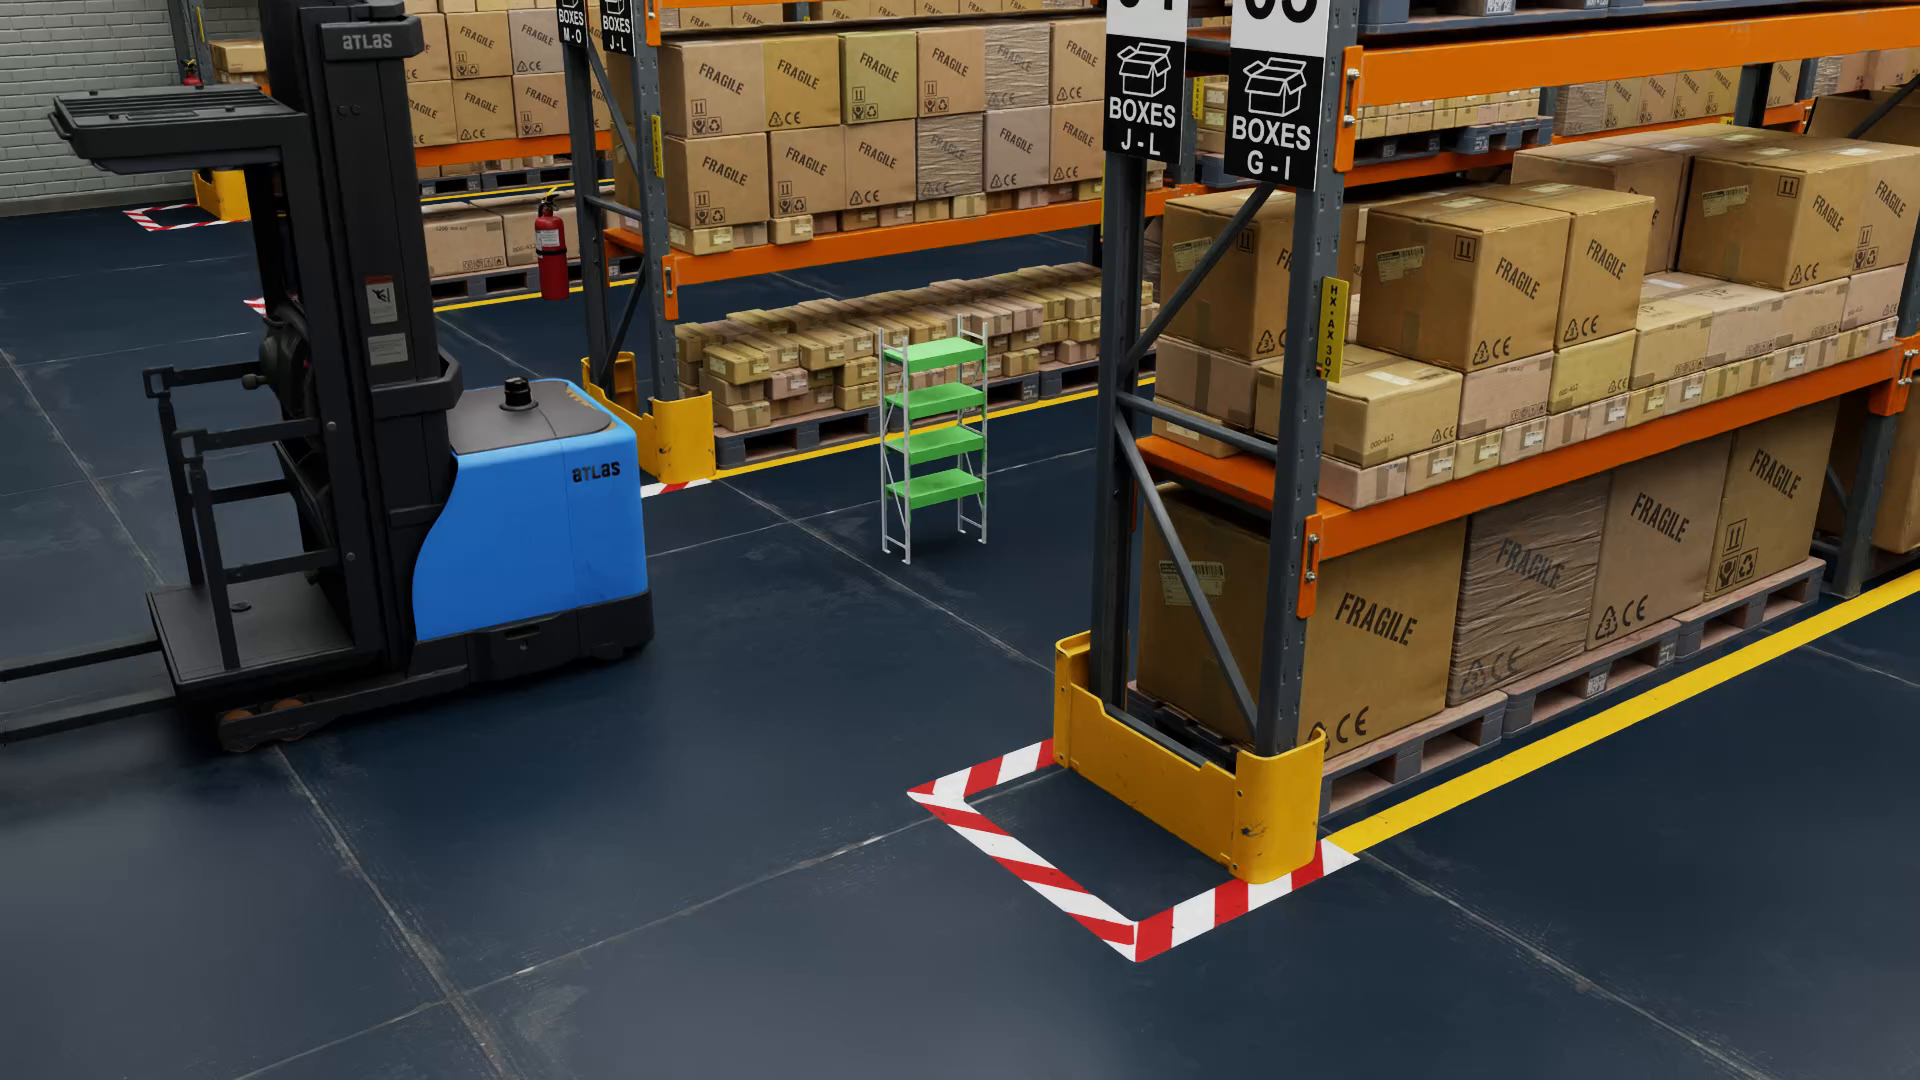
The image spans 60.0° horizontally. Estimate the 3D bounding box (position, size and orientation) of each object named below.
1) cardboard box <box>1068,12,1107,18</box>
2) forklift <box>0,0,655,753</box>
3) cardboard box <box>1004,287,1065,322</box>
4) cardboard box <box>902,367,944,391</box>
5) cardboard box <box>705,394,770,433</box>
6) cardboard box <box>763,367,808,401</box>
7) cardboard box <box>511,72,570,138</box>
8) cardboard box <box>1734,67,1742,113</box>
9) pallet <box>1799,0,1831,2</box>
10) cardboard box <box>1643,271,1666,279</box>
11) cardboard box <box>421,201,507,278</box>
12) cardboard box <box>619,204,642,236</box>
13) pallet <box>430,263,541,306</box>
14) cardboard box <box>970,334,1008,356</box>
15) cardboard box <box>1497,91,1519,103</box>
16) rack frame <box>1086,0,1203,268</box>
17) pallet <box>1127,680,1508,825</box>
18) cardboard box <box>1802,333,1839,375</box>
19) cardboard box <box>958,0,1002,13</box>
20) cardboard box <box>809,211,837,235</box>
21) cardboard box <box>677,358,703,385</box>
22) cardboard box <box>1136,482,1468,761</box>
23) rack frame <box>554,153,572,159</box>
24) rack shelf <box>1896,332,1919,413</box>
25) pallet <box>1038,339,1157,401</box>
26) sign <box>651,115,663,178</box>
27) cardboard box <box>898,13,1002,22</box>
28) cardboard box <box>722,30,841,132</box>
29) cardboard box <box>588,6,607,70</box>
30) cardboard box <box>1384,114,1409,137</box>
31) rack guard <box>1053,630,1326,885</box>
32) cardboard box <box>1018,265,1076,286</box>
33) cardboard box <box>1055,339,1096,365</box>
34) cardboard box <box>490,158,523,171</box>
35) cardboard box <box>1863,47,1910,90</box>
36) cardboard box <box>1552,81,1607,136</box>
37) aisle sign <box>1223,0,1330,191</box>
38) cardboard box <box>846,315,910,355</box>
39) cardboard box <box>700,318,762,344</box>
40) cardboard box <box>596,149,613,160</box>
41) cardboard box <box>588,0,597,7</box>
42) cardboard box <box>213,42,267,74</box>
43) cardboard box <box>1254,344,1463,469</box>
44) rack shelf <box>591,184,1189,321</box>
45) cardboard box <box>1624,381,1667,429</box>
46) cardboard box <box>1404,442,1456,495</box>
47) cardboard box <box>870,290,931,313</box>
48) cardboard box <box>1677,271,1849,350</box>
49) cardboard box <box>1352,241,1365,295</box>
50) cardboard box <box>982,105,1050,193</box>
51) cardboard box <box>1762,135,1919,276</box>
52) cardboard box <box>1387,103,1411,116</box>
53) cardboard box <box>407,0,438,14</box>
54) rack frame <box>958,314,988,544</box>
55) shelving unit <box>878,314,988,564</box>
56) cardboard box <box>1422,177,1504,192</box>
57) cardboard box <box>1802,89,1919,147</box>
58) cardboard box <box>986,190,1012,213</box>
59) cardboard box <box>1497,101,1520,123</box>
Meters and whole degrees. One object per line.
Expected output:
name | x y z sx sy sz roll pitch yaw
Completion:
cardboard box | 1.058 -3.234 11.068 0.500 0.500 0.500 -16 27 -35
forklift | -2.929 -0.723 6.755 3.031 2.935 1.130 -12 25 -28
cardboard box | 0.506 -1.604 11.346 0.250 0.149 0.380 -14 26 -31
cardboard box | -0.315 -1.061 10.789 0.250 0.149 0.380 -16 27 -35
cardboard box | -1.353 -0.790 10.110 0.250 0.149 0.380 -14 26 -32
cardboard box | -1.135 -0.990 10.208 0.250 0.149 0.380 -15 26 -33
cardboard box | -3.564 -3.656 13.877 0.500 0.500 0.500 -15 26 -33
cardboard box | 7.098 -4.243 15.348 0.500 0.500 0.500 -15 26 -33
pallet | 3.426 -2.432 7.016 1.213 0.211 1.003 -15 26 -33
cardboard box | 2.738 -1.080 7.356 0.500 0.250 0.500 -14 26 -32
cardboard box | -4.461 -2.548 14.124 0.875 0.438 0.875 -16 27 -35
cardboard box | -1.866 -1.941 10.053 0.250 0.149 0.380 -15 26 -33
pallet | -4.335 -2.271 14.303 1.213 0.211 1.003 -15 26 -33
cardboard box | 0.106 -1.350 11.111 0.250 0.149 0.380 -16 27 -35
cardboard box | 4.178 -3.548 13.112 0.250 0.149 0.380 -14 26 -31
rack frame | 1.281 -2.768 11.786 0.127 3.000 1.000 -15 26 -33
pallet | 1.452 0.710 6.832 1.213 0.211 1.003 -15 26 -33
cardboard box | 3.623 -0.862 7.347 0.250 0.149 0.380 -15 26 -34
cardboard box | 0.055 -5.095 16.134 0.500 0.500 0.500 -15 26 -34
cardboard box | -0.949 -1.964 10.110 0.250 0.149 0.380 -14 25 -30
cardboard box | -1.704 -1.112 10.513 0.250 0.149 0.380 -16 27 -34
cardboard box | 1.322 0.241 6.546 0.875 0.875 0.875 -15 26 -33
rack frame | -4.594 -5.728 19.204 0.127 3.000 1.000 -15 26 -33
rack shelf | 5.720 -1.353 9.210 4.000 0.370 1.077 -15 26 -33
pallet | 0.757 -1.317 11.912 1.213 0.211 1.003 -15 26 -33
sign | -1.649 -2.141 9.047 0.005 0.325 0.100 -15 26 -33
cardboard box | -0.066 -3.176 10.923 0.500 0.500 0.500 -14 26 -32
cardboard box | -1.040 -2.680 9.679 0.500 0.500 0.500 -14 26 -31
cardboard box | -3.150 -4.235 13.977 0.500 0.500 0.500 -15 26 -33
cardboard box | 3.133 -3.131 12.468 0.250 0.149 0.380 -16 27 -35
rack guard | 0.830 0.778 6.272 0.348 0.500 1.175 -15 26 -33
cardboard box | 0.623 -1.861 11.991 0.250 0.149 0.380 -13 25 -30
cardboard box | 0.725 -1.344 11.497 0.250 0.149 0.380 -16 27 -35
cardboard box | -5.164 -4.367 18.915 0.258 0.266 0.396 -14 26 -31
cardboard box | 9.008 -4.860 16.826 0.550 0.550 0.875 -15 26 -33
cardboard box | 5.050 -3.696 13.977 0.500 0.500 0.500 -15 26 -32
aisle sign | 0.966 -1.490 5.075 0.004 0.787 0.394 -15 26 -33
cardboard box | -0.525 -1.308 10.605 0.250 0.149 0.380 -14 26 -31
cardboard box | -1.446 -1.278 10.528 0.250 0.149 0.380 -14 26 -32
cardboard box | -4.069 -4.799 19.682 0.500 0.500 0.500 -14 25 -31
cardboard box | -3.205 -4.498 13.763 0.250 0.149 0.380 -16 27 -34
cardboard box | -7.315 -4.948 17.050 0.500 0.250 0.500 -15 26 -33
cardboard box | 1.396 -0.479 5.852 0.500 0.250 0.500 -16 27 -34
rack shelf | -0.342 -2.001 10.835 4.000 0.370 1.077 -15 26 -33
cardboard box | 2.578 -0.582 6.648 0.250 0.149 0.380 -16 27 -34
cardboard box | 1.537 -0.305 5.953 0.250 0.149 0.380 -15 26 -34
cardboard box | -0.403 -1.573 11.267 0.250 0.149 0.380 -15 26 -33
cardboard box | 3.472 -1.035 7.245 0.500 0.250 0.500 -14 26 -31
cardboard box | 2.882 -2.115 12.955 0.500 0.500 0.500 -14 26 -32
cardboard box | 0.227 -2.544 10.688 0.500 0.500 0.500 -15 26 -33
cardboard box | 3.879 -1.491 7.375 0.500 0.500 0.500 -14 26 -31
cardboard box | 3.138 -3.271 12.417 0.250 0.149 0.380 -16 27 -34
cardboard box | -4.318 -4.253 13.149 0.250 0.149 0.380 -14 26 -32
rack frame | 0.064 -0.574 8.717 0.015 1.200 0.240 -15 26 -33
shelving unit | -0.134 -0.521 8.584 0.503 1.200 0.258 -15 26 -33
cardboard box | 4.126 -2.789 13.634 0.500 0.250 0.500 -16 27 -34
cardboard box | 4.610 -1.907 8.140 0.637 0.503 0.797 -16 27 -34
cardboard box | 0.124 -2.236 10.790 0.250 0.149 0.380 -15 26 -34
cardboard box | 4.194 -3.414 13.177 0.250 0.149 0.380 -15 26 -33
